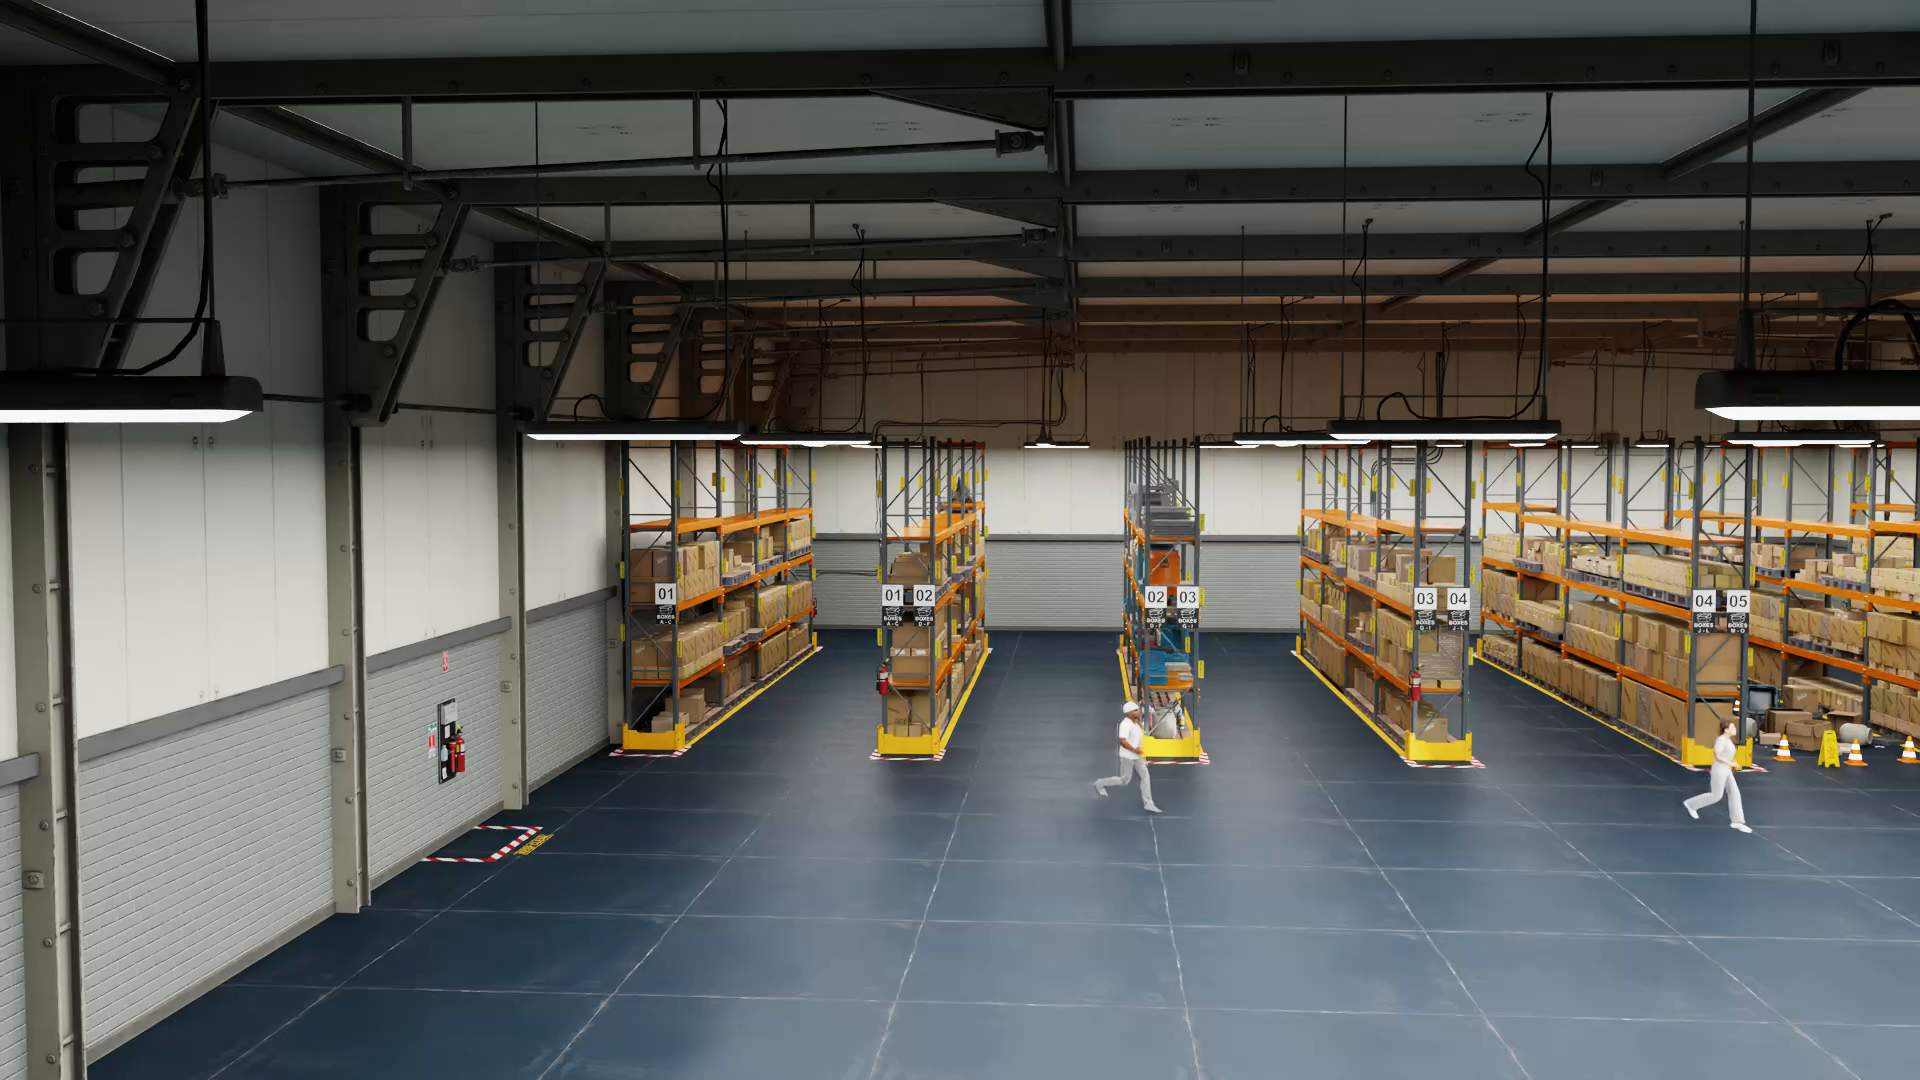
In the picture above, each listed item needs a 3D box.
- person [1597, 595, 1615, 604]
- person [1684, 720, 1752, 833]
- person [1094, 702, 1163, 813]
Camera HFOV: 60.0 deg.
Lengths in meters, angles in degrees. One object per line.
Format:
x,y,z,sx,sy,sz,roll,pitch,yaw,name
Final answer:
18.377,2.274,47.542,0.851,1.828,0.669,0,3,1,person
11.518,3.542,25.222,0.987,1.664,0.587,2,4,38,person
2.680,3.451,26.447,1.104,1.758,0.670,2,3,27,person
